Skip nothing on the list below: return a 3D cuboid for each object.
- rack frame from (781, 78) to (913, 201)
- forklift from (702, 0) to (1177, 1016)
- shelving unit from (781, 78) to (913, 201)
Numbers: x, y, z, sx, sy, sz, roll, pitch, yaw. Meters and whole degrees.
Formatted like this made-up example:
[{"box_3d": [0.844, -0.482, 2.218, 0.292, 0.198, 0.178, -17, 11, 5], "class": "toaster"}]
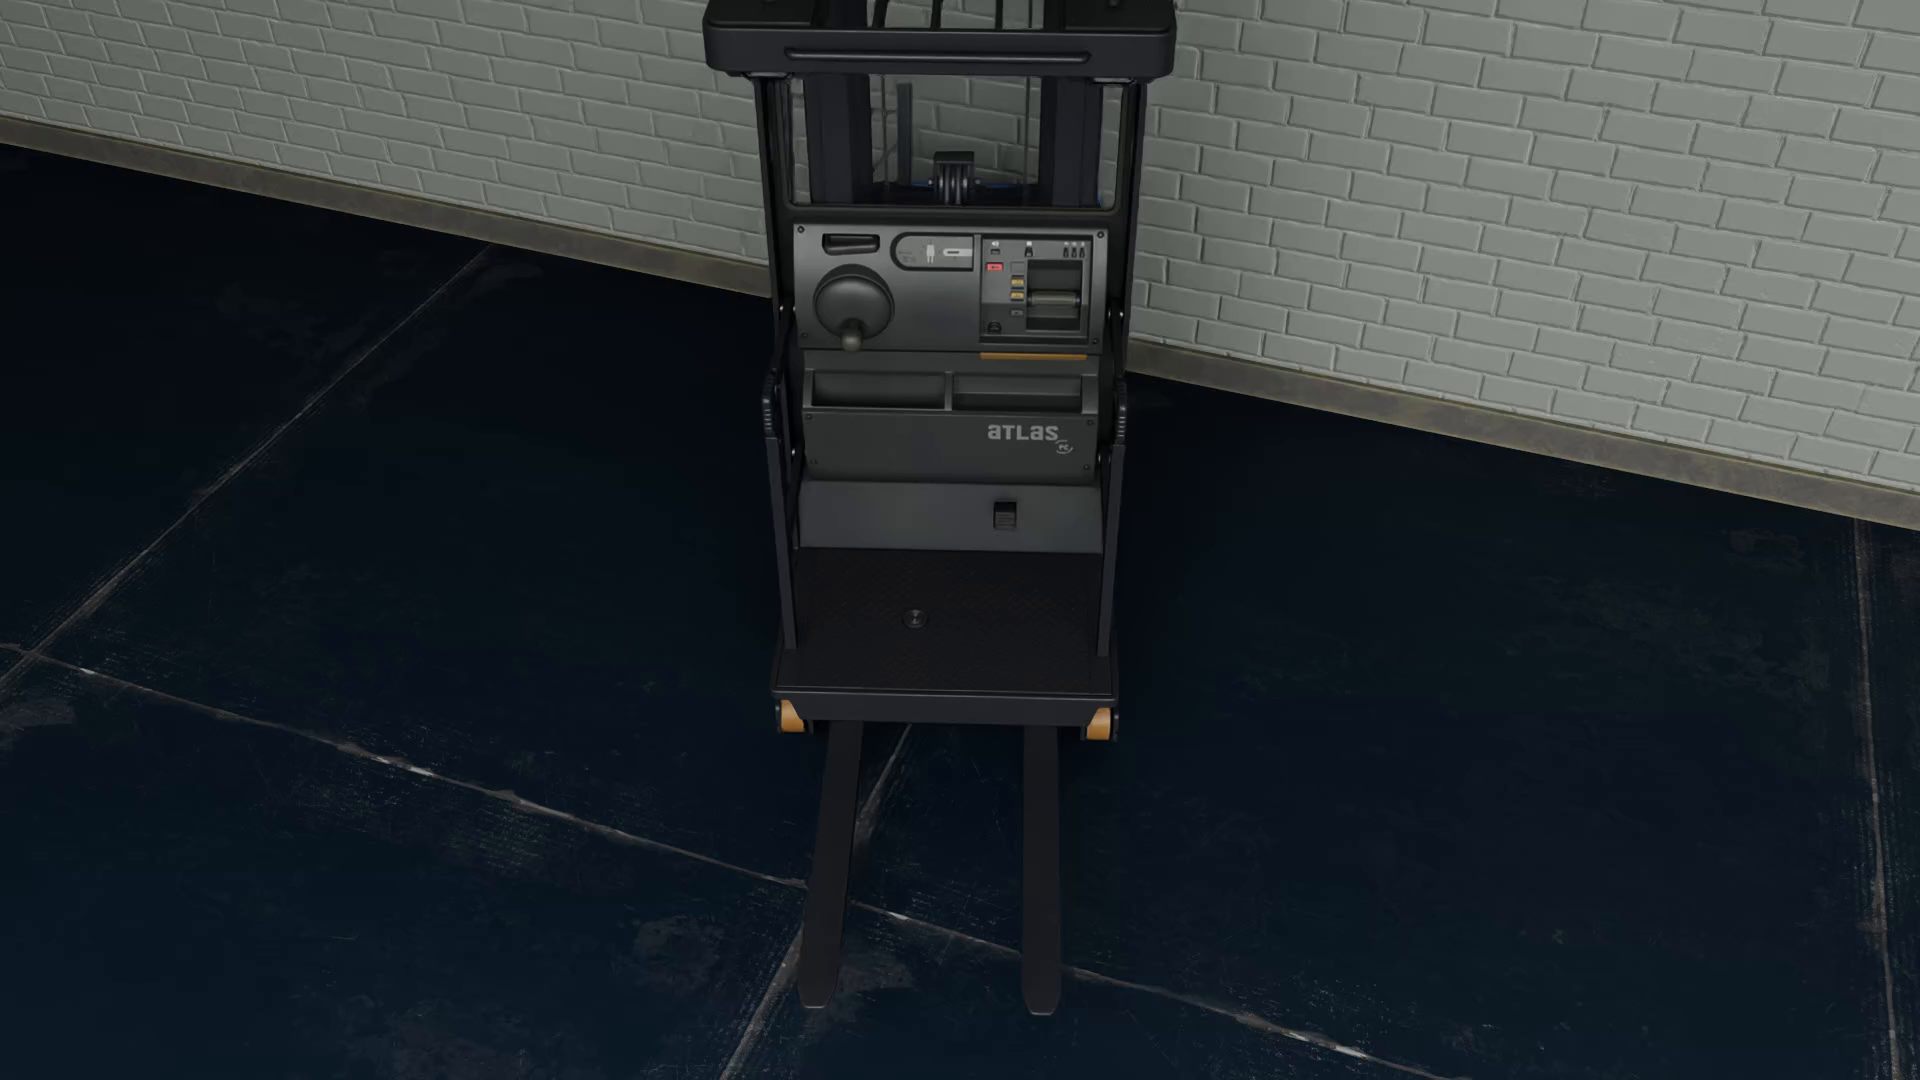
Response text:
[{"box_3d": [-0.411, -0.974, 6.098, 0.500, 1.500, 0.032, 14, 36, 17], "class": "rack frame"}, {"box_3d": [-0.034, -0.672, 4.779, 1.130, 2.935, 3.031, 1, 40, 1], "class": "forklift"}, {"box_3d": [-0.224, -1.240, 6.489, 0.538, 1.500, 1.048, 14, 36, 17], "class": "shelving unit"}]
